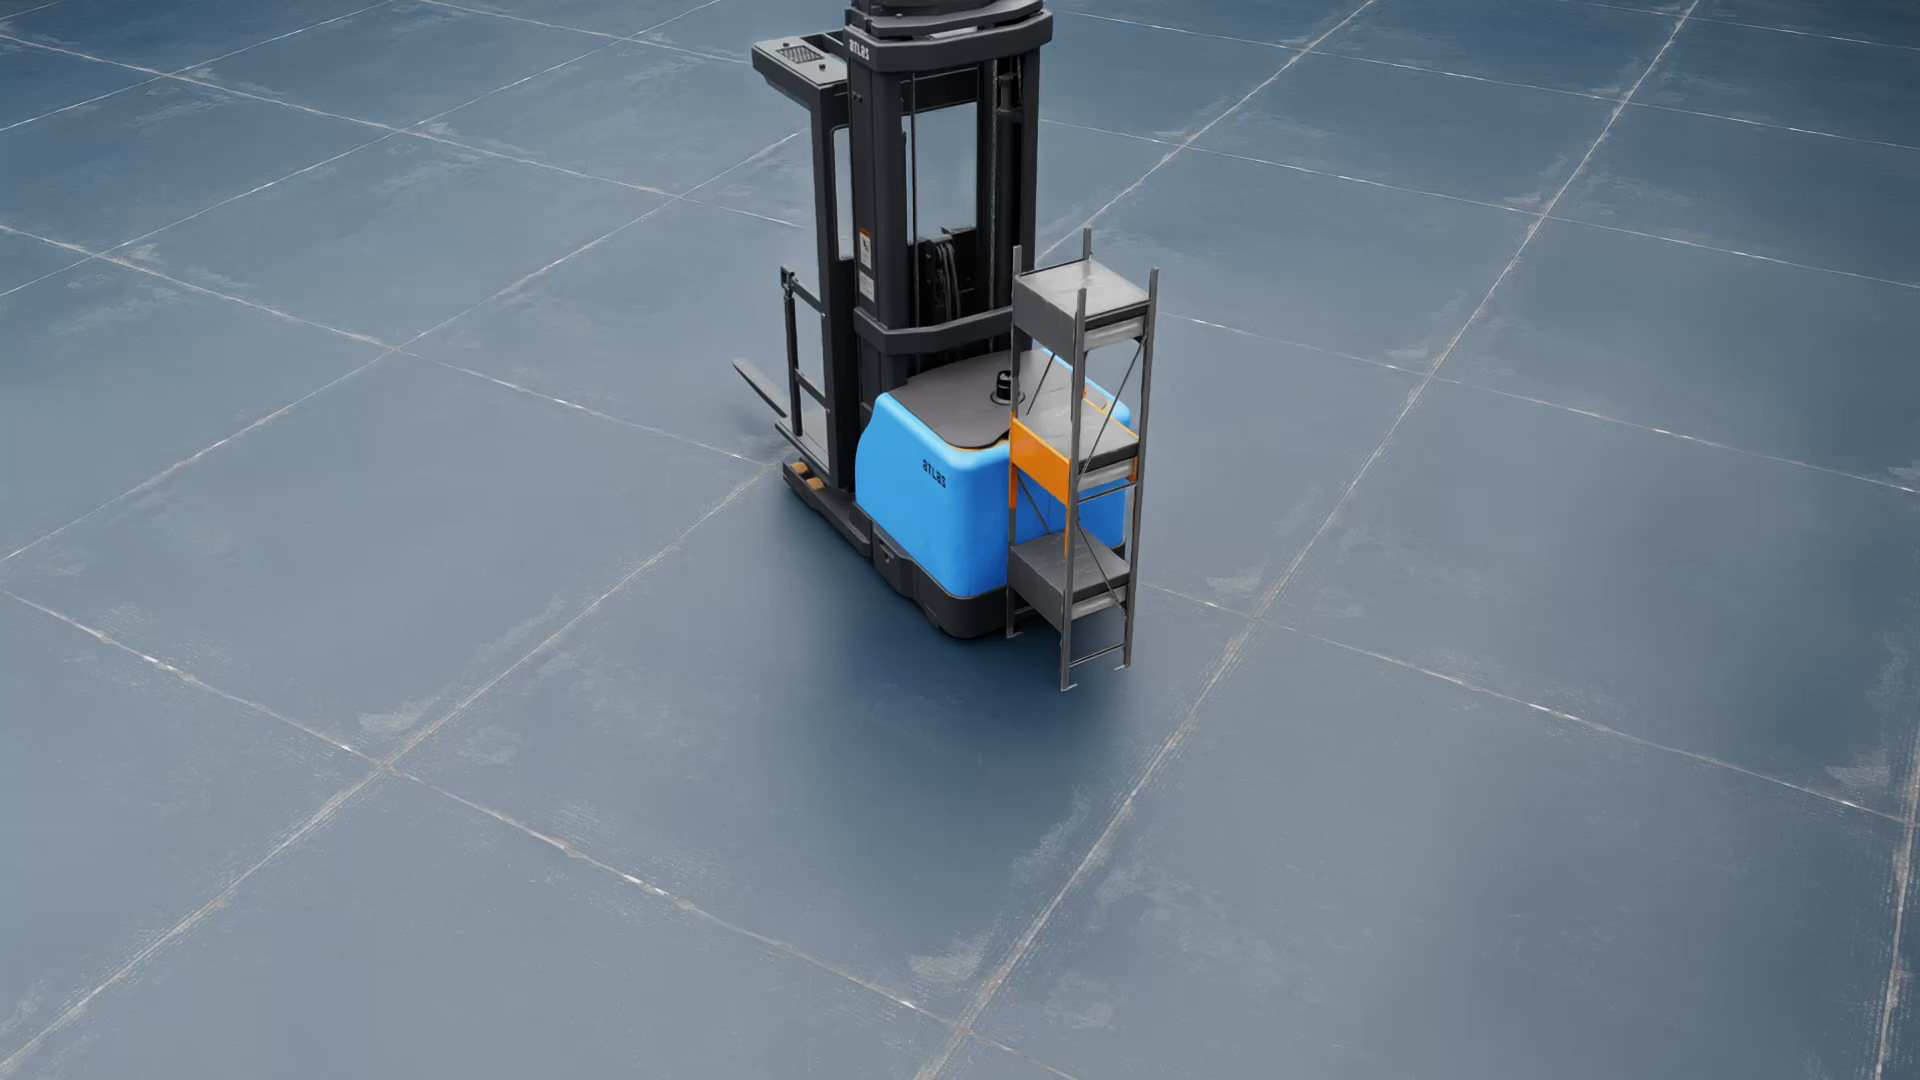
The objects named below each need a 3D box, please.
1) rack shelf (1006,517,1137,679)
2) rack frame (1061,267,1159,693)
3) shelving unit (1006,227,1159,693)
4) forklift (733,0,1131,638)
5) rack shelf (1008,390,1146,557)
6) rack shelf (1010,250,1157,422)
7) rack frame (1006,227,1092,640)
[{"bbox_3d":[0.529,0.272,8.005,0.431,0.518,0.480,-18,38,-25],"label":"rack shelf"},{"bbox_3d":[0.655,-0.206,7.436,0.400,2.100,0.015,-18,38,-25],"label":"rack frame"},{"bbox_3d":[0.529,-0.322,7.610,0.431,2.100,0.503,-18,38,-25],"label":"shelving unit"},{"bbox_3d":[-0.343,-1.524,8.665,1.130,2.935,3.031,-18,38,-25],"label":"forklift"},{"bbox_3d":[0.529,-0.310,7.617,0.431,0.518,0.480,-18,38,-25],"label":"rack shelf"},{"bbox_3d":[0.529,-0.893,7.229,0.431,0.518,0.480,-18,38,-25],"label":"rack shelf"},{"bbox_3d":[0.404,-0.438,7.784,0.400,2.100,0.015,-18,38,-25],"label":"rack frame"}]
